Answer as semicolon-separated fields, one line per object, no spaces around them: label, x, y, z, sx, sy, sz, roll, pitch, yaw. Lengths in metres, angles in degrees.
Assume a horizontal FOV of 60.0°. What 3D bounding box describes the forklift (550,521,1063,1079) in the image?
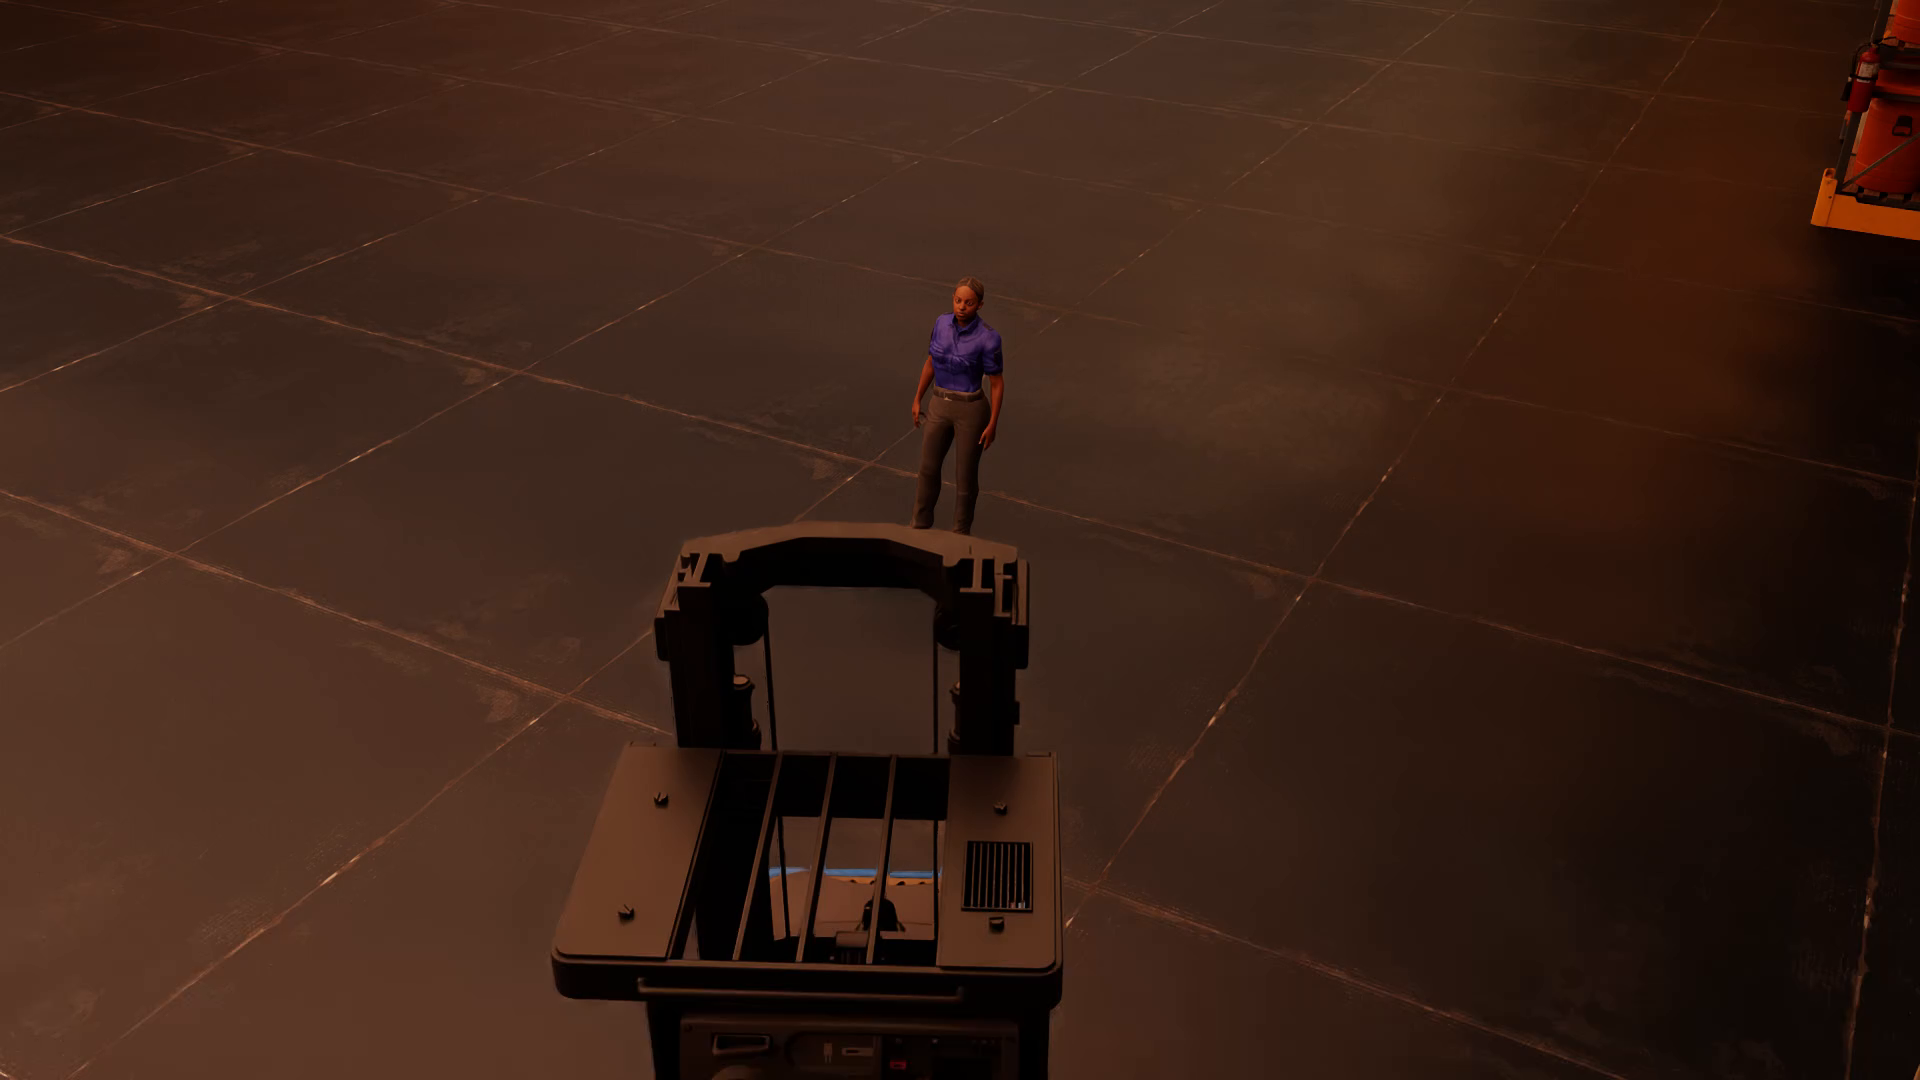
forklift;-0.310;1.553;4.380;1.130;2.935;3.031;1;30;2

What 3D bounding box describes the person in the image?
person;-0.060;-0.689;9.528;0.569;1.654;0.504;15;33;25
